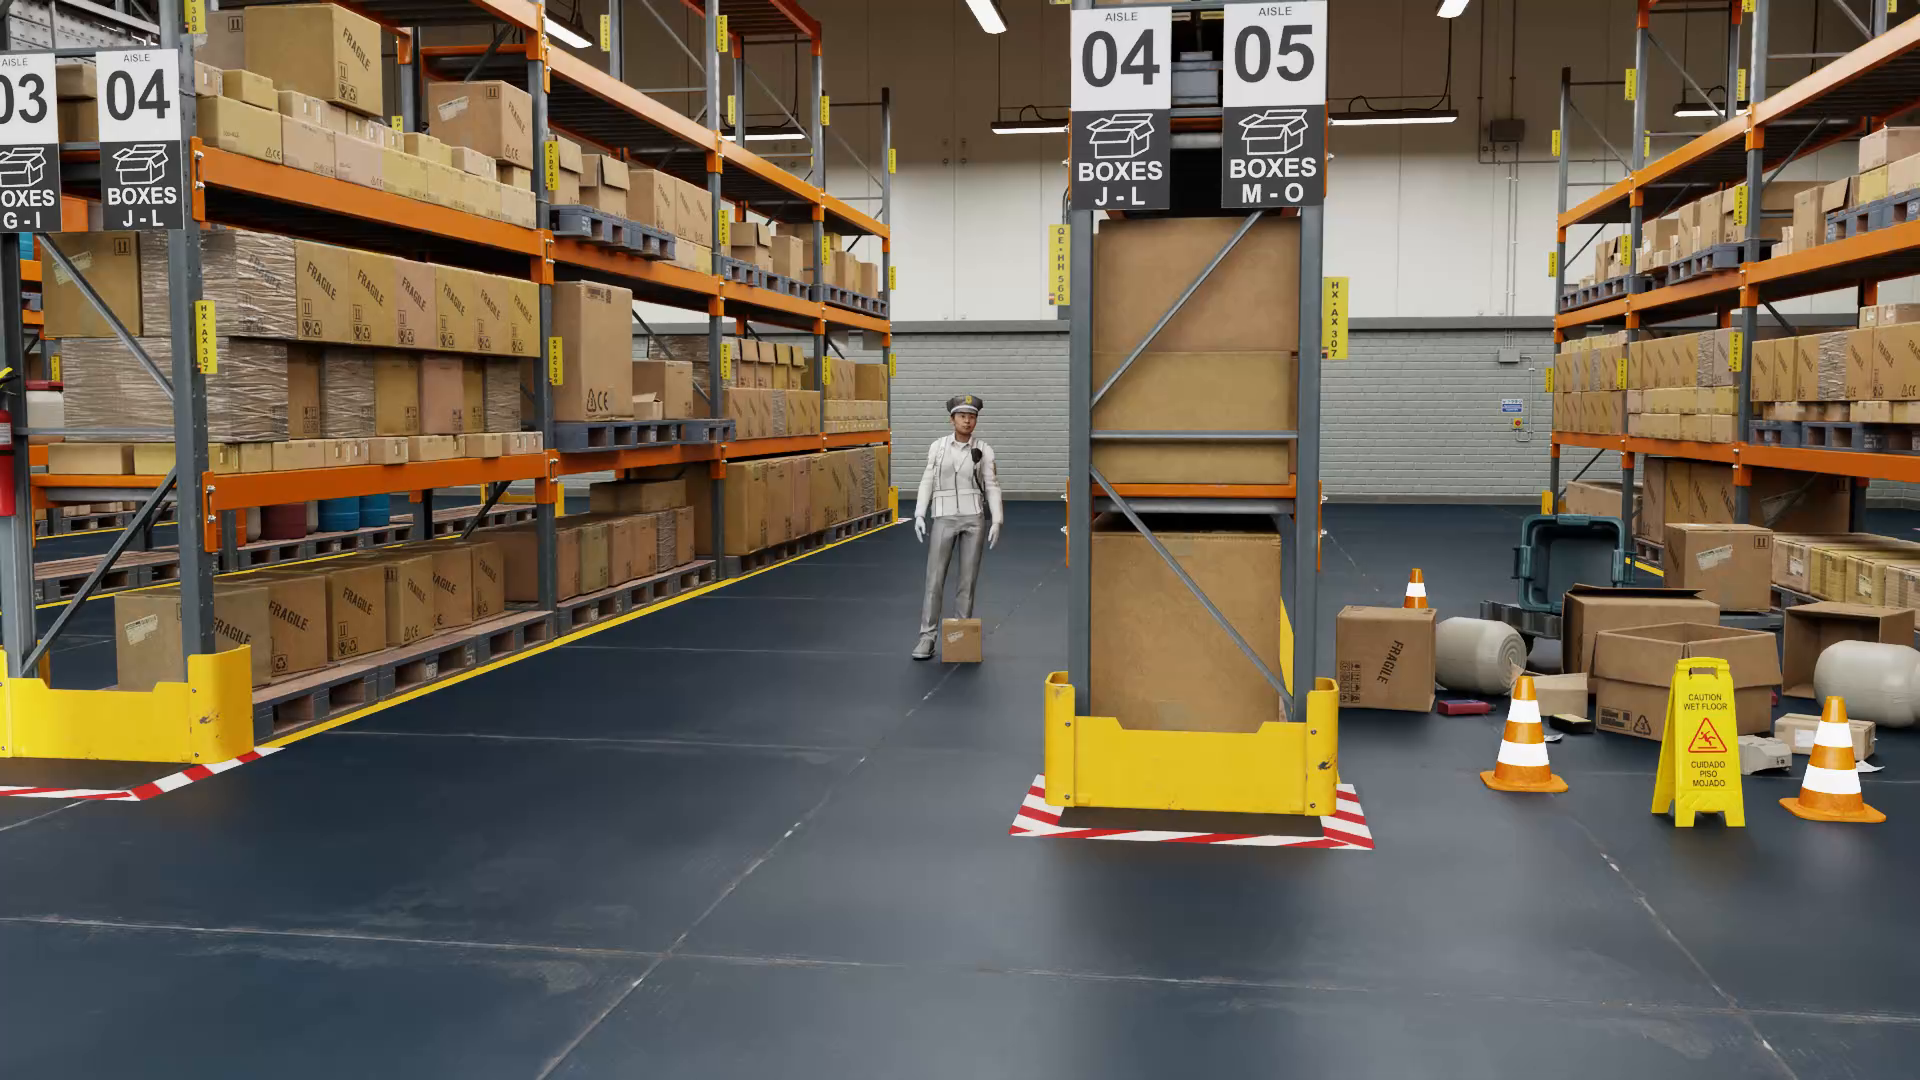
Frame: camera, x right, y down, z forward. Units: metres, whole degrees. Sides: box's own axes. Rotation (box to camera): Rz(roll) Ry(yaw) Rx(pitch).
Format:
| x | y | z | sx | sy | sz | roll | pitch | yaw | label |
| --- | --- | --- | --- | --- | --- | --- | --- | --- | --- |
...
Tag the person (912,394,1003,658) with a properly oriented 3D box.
| x | y | z | sx | sy | sz | roll | pitch | yaw | label |
| --- | --- | --- | --- | --- | --- | --- | --- | --- | --- |
| -0.012 | -0.100 | 10.827 | 0.587 | 1.694 | 0.529 | 0 | 5 | 2 | person |
